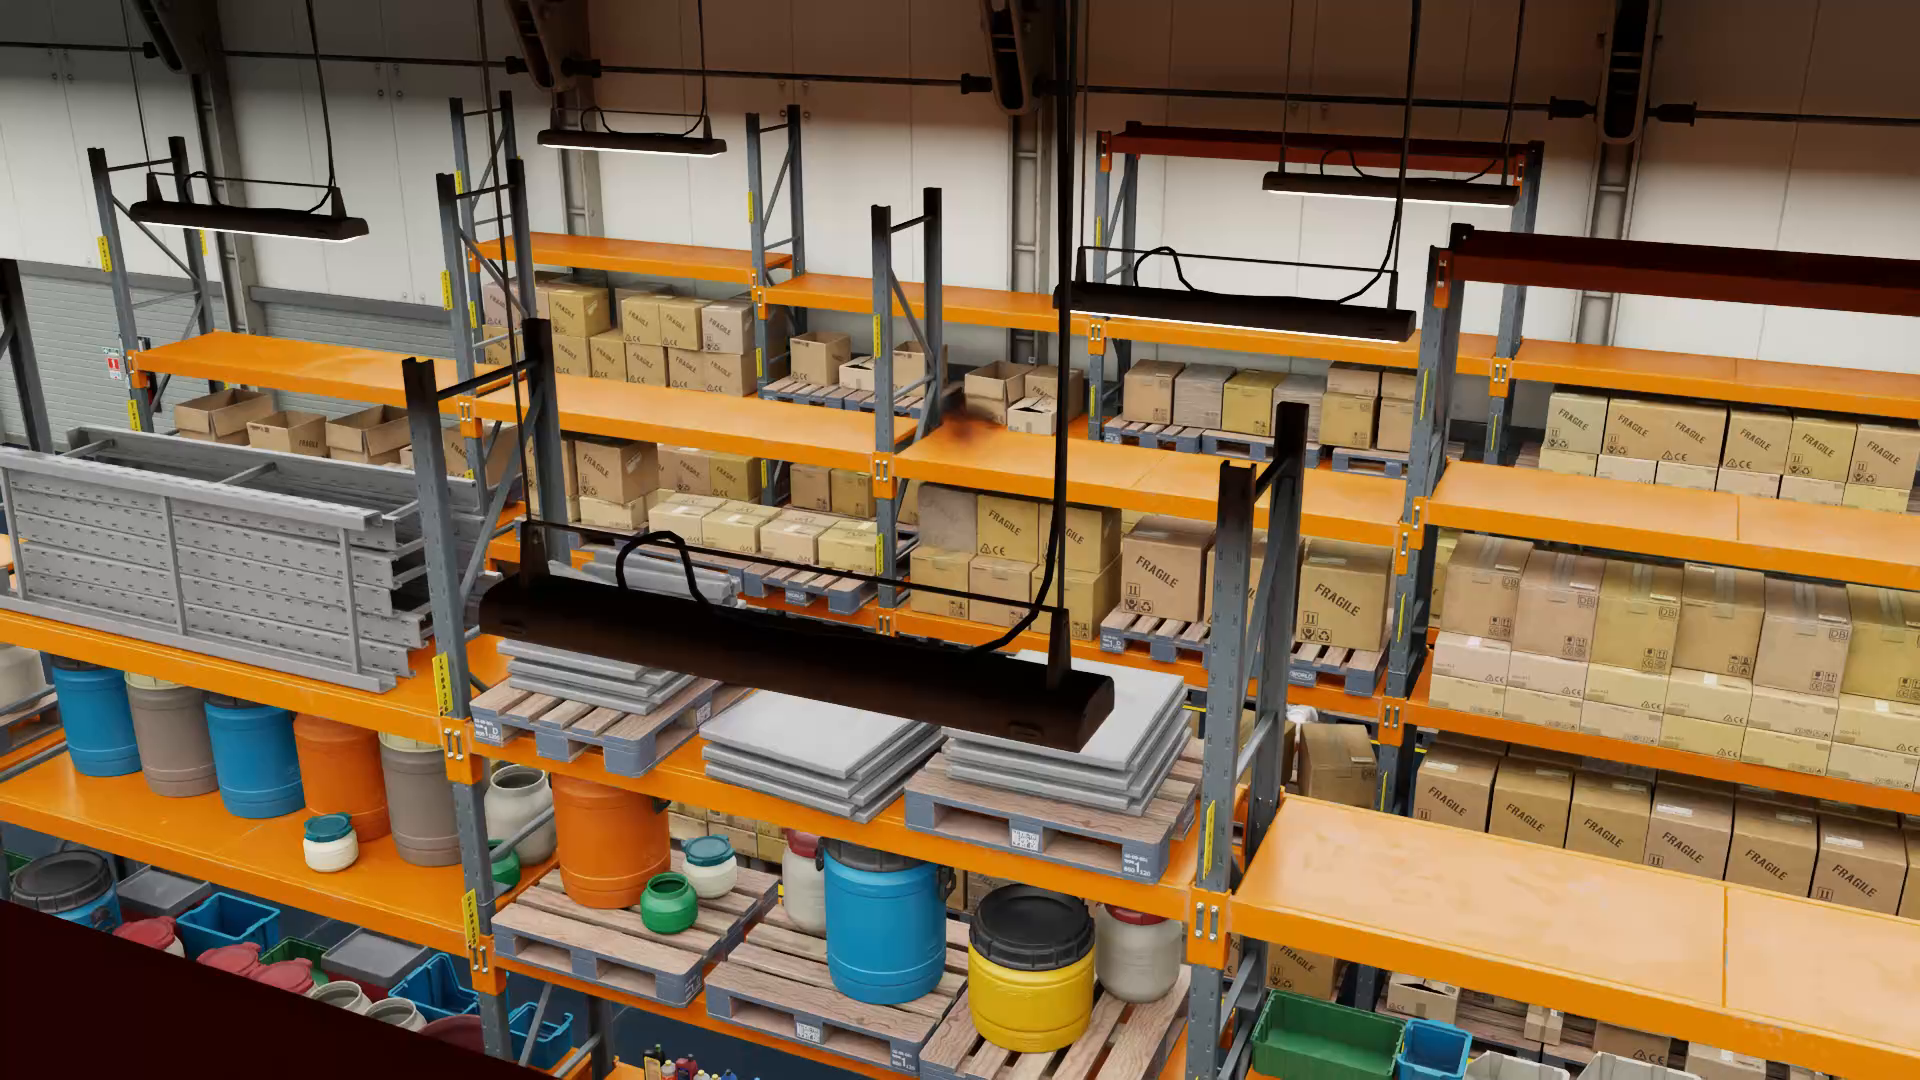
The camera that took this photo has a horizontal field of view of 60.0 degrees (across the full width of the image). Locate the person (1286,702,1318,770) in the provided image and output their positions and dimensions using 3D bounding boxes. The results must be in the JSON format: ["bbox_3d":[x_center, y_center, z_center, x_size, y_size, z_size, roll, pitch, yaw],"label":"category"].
[{"bbox_3d":[3.030,2.036,15.029,0.746,1.690,0.643,12,24,29],"label":"person"}]
